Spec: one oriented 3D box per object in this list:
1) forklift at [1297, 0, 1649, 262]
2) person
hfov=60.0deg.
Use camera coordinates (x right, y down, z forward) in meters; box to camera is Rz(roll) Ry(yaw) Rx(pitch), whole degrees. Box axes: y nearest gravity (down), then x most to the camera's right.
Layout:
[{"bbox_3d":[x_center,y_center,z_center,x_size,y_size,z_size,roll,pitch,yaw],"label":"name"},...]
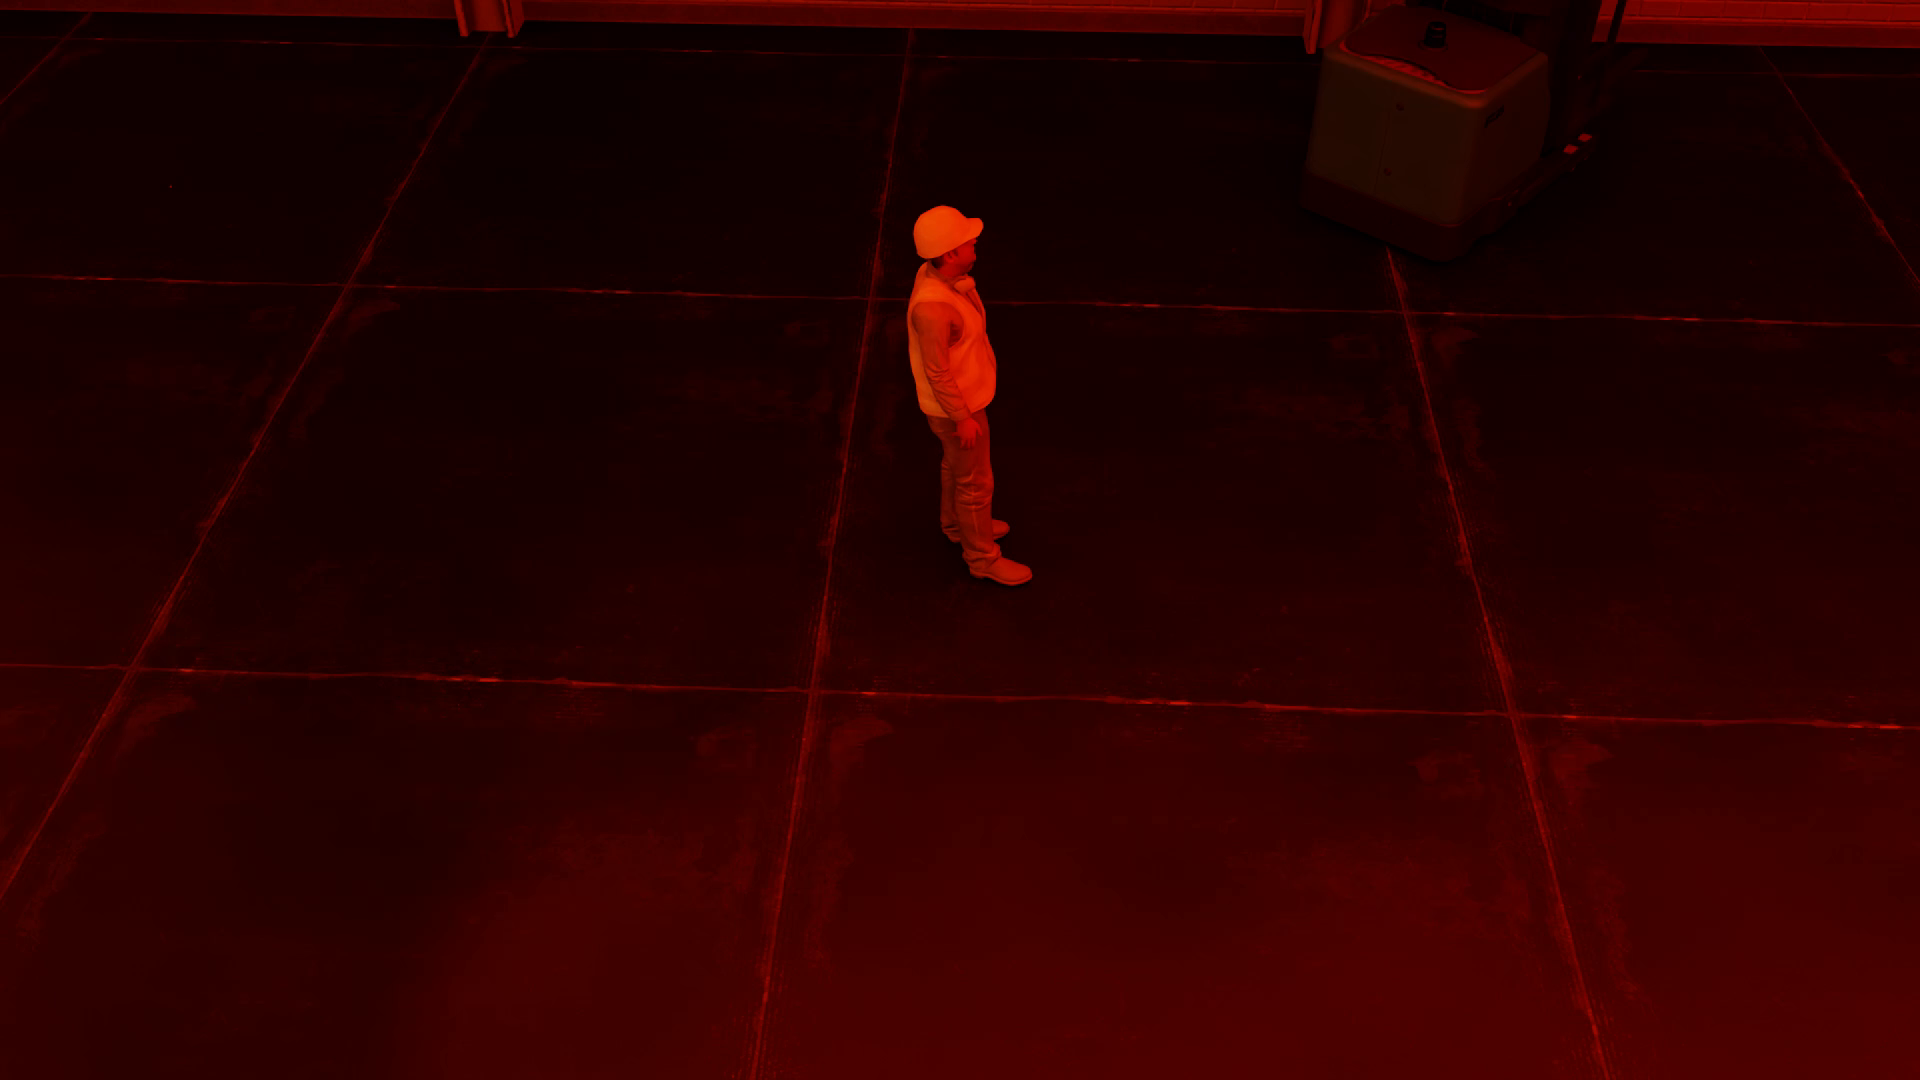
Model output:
[{"bbox_3d":[3.388,-3.597,9.683,1.130,2.935,3.031,31,51,29],"label":"forklift"},{"bbox_3d":[0.063,-0.653,7.306,0.566,1.775,0.633,2,42,2],"label":"person"}]
